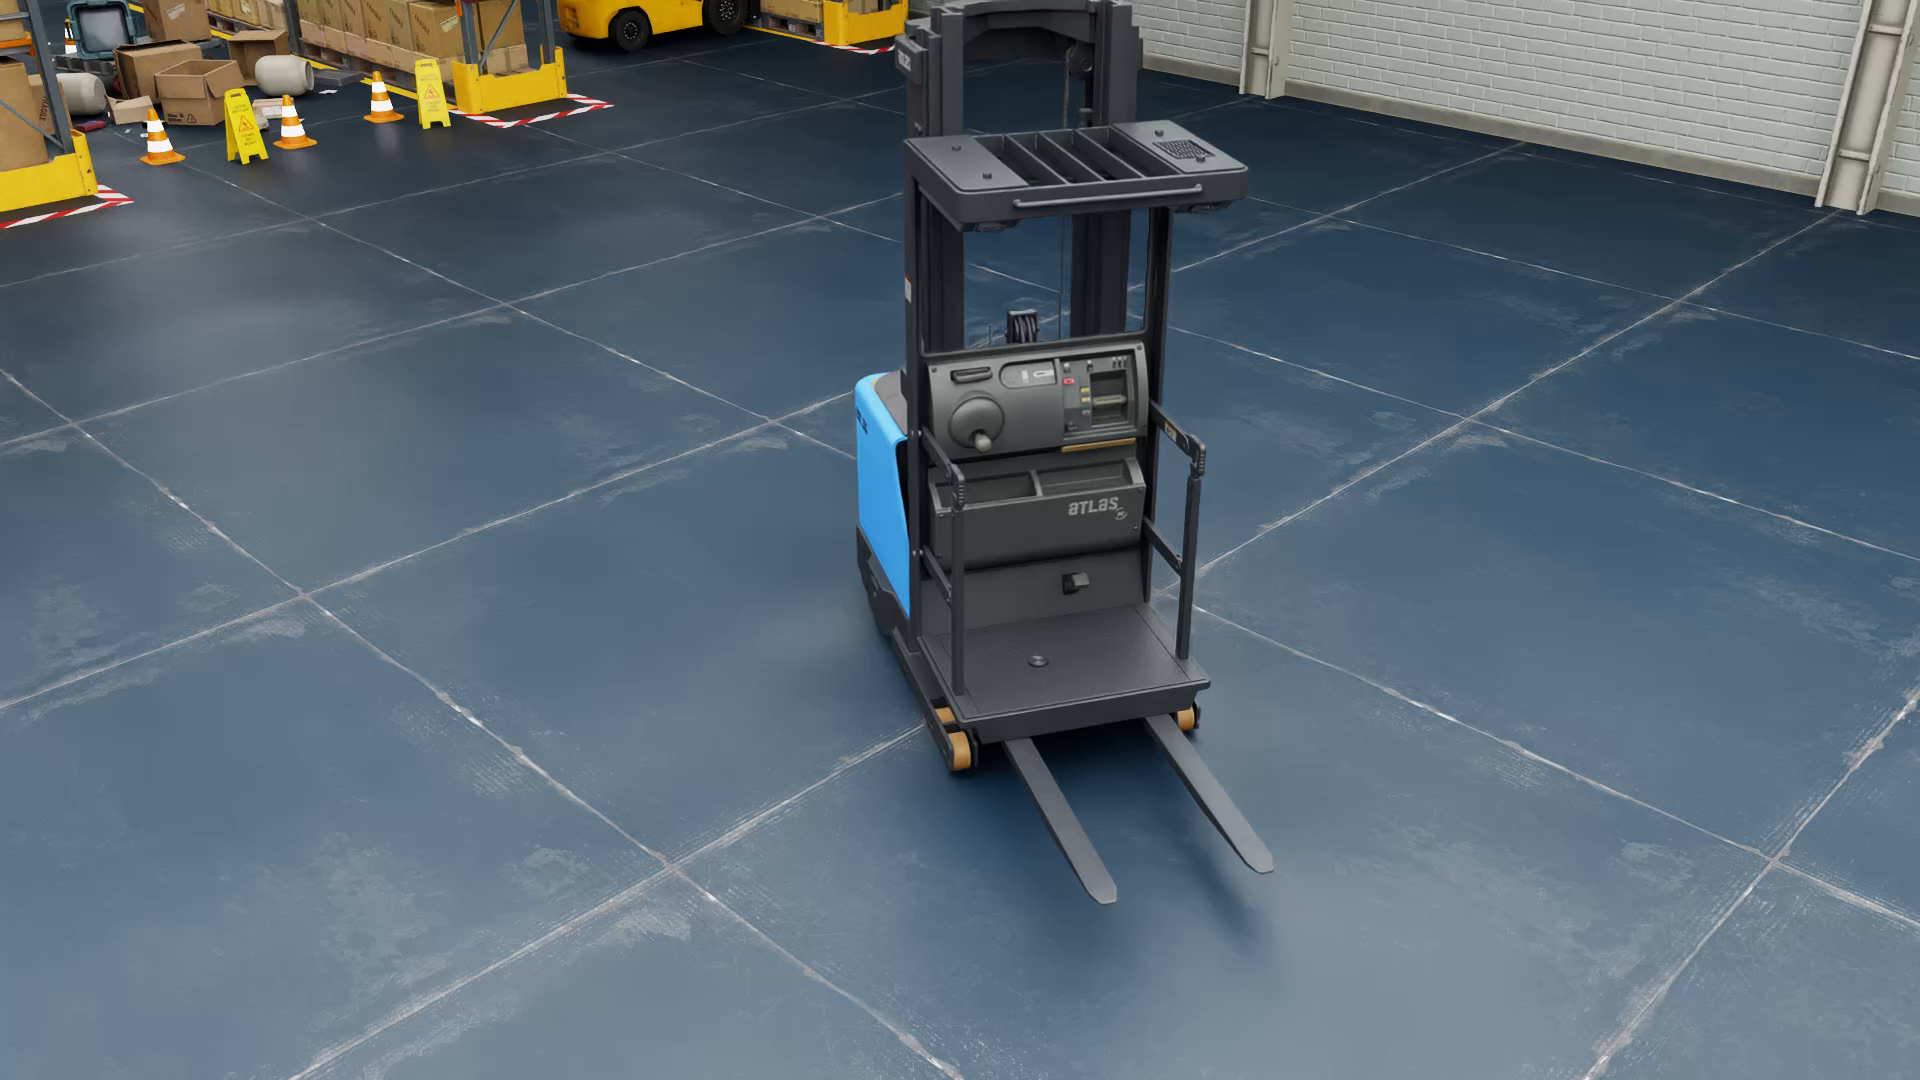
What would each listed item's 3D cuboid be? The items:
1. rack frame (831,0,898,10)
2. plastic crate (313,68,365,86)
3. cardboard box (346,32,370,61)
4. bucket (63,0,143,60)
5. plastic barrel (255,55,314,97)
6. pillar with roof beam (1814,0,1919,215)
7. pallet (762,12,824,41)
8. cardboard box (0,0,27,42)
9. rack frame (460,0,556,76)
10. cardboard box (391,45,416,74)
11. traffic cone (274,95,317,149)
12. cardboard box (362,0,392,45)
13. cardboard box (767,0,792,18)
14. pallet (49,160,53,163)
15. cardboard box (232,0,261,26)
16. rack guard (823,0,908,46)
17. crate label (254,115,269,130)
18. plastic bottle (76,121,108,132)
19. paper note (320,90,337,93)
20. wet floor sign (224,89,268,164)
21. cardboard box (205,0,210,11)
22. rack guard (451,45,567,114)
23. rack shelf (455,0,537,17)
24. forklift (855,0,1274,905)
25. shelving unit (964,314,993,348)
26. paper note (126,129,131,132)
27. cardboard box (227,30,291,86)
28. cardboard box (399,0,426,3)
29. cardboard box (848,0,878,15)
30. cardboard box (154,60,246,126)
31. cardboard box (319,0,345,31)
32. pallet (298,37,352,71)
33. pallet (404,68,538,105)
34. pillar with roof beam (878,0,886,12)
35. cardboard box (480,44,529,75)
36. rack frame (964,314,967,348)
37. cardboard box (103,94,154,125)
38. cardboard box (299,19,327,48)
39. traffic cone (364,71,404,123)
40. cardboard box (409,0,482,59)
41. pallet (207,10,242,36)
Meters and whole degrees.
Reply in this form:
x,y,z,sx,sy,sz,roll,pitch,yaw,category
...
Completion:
x,y,z,sx,sy,sz,roll,pitch,yaw,category
-1.167,-7.552,19.889,0.127,3.000,1.000,25,36,38,rack frame
-6.952,-5.132,18.424,0.583,0.080,0.402,12,30,22,plastic crate
-6.497,-5.553,18.590,0.500,0.250,0.500,24,36,38,cardboard box
-9.182,-5.477,17.828,0.726,0.611,0.620,-13,20,-22,bucket
-7.179,-4.935,17.680,0.512,0.421,0.421,-3,28,-5,plastic barrel
4.507,-5.389,9.330,0.400,9.000,9.100,25,36,38,pillar with roof beam
-1.742,-6.553,20.986,1.213,0.211,1.003,25,36,38,pallet
-8.339,-4.400,13.734,0.550,0.550,0.875,25,36,38,cardboard box
-4.645,-5.903,16.754,0.127,3.000,1.000,25,36,38,rack frame
-5.773,-5.218,17.954,0.500,0.250,0.500,25,37,39,cardboard box
-6.391,-4.013,15.885,0.334,0.463,0.336,25,36,38,traffic cone
-6.128,-5.715,18.093,0.500,0.500,0.500,24,36,37,cardboard box
-2.072,-6.735,20.838,0.500,0.250,0.500,25,36,38,cardboard box
-8.668,-3.228,14.663,1.213,0.211,1.003,25,36,38,pallet
-8.388,-6.635,20.518,0.950,0.372,0.625,-23,35,-36,cardboard box
-1.150,-6.438,20.456,0.348,0.500,1.175,25,36,38,rack guard
-6.995,-4.105,16.410,0.298,0.136,0.250,7,29,13,crate label
-8.614,-4.117,16.514,0.133,0.061,0.283,12,30,22,plastic bottle
-6.802,-4.836,17.914,0.148,0.019,0.142,12,30,22,paper note
-6.634,-3.833,15.347,0.232,0.644,0.267,18,33,30,wet floor sign
-9.421,-7.111,21.422,0.625,0.372,0.950,24,36,37,cardboard box
-4.699,-4.822,17.383,0.348,0.500,1.175,25,36,38,rack guard
-6.071,-6.237,18.162,4.000,0.370,1.077,25,36,38,rack shelf
0.389,-0.540,6.628,1.130,2.935,3.031,-8,29,-14,forklift
0.010,-0.530,8.468,0.258,1.200,0.189,-24,36,-38,shelving unit
-8.220,-4.043,16.428,0.032,0.001,0.123,-7,29,-14,paper note
-7.687,-5.302,18.293,0.500,0.500,0.500,-3,28,-5,cardboard box
-5.708,-5.764,17.489,0.380,0.149,0.250,-24,36,-38,cardboard box
-1.380,-6.746,20.859,0.500,0.250,0.500,25,37,39,cardboard box
-7.672,-4.531,16.827,0.637,0.503,0.797,2,28,4,cardboard box
-6.875,-6.056,18.742,0.500,0.500,0.500,-24,36,-37,cardboard box
-6.993,-5.767,19.491,1.213,0.211,1.003,25,36,38,pallet
-5.253,-4.971,17.976,1.213,0.211,1.003,25,36,38,pallet
-4.050,-9.305,16.777,0.400,9.000,9.100,25,36,38,pillar with roof beam
-5.026,-5.227,17.971,0.500,0.250,0.500,24,36,38,cardboard box
-0.053,-0.561,8.527,0.240,1.200,0.006,-24,36,-38,rack frame
-8.378,-4.373,16.781,0.396,0.266,0.258,-18,33,-31,cardboard box
-7.265,-5.895,19.242,0.500,0.250,0.500,23,35,36,cardboard box
-5.856,-4.493,16.797,0.334,0.463,0.336,25,36,38,traffic cone
-5.399,-5.379,17.454,0.500,0.500,0.500,25,37,39,cardboard box
-8.927,-6.626,21.124,1.213,0.211,1.003,25,36,38,pallet
